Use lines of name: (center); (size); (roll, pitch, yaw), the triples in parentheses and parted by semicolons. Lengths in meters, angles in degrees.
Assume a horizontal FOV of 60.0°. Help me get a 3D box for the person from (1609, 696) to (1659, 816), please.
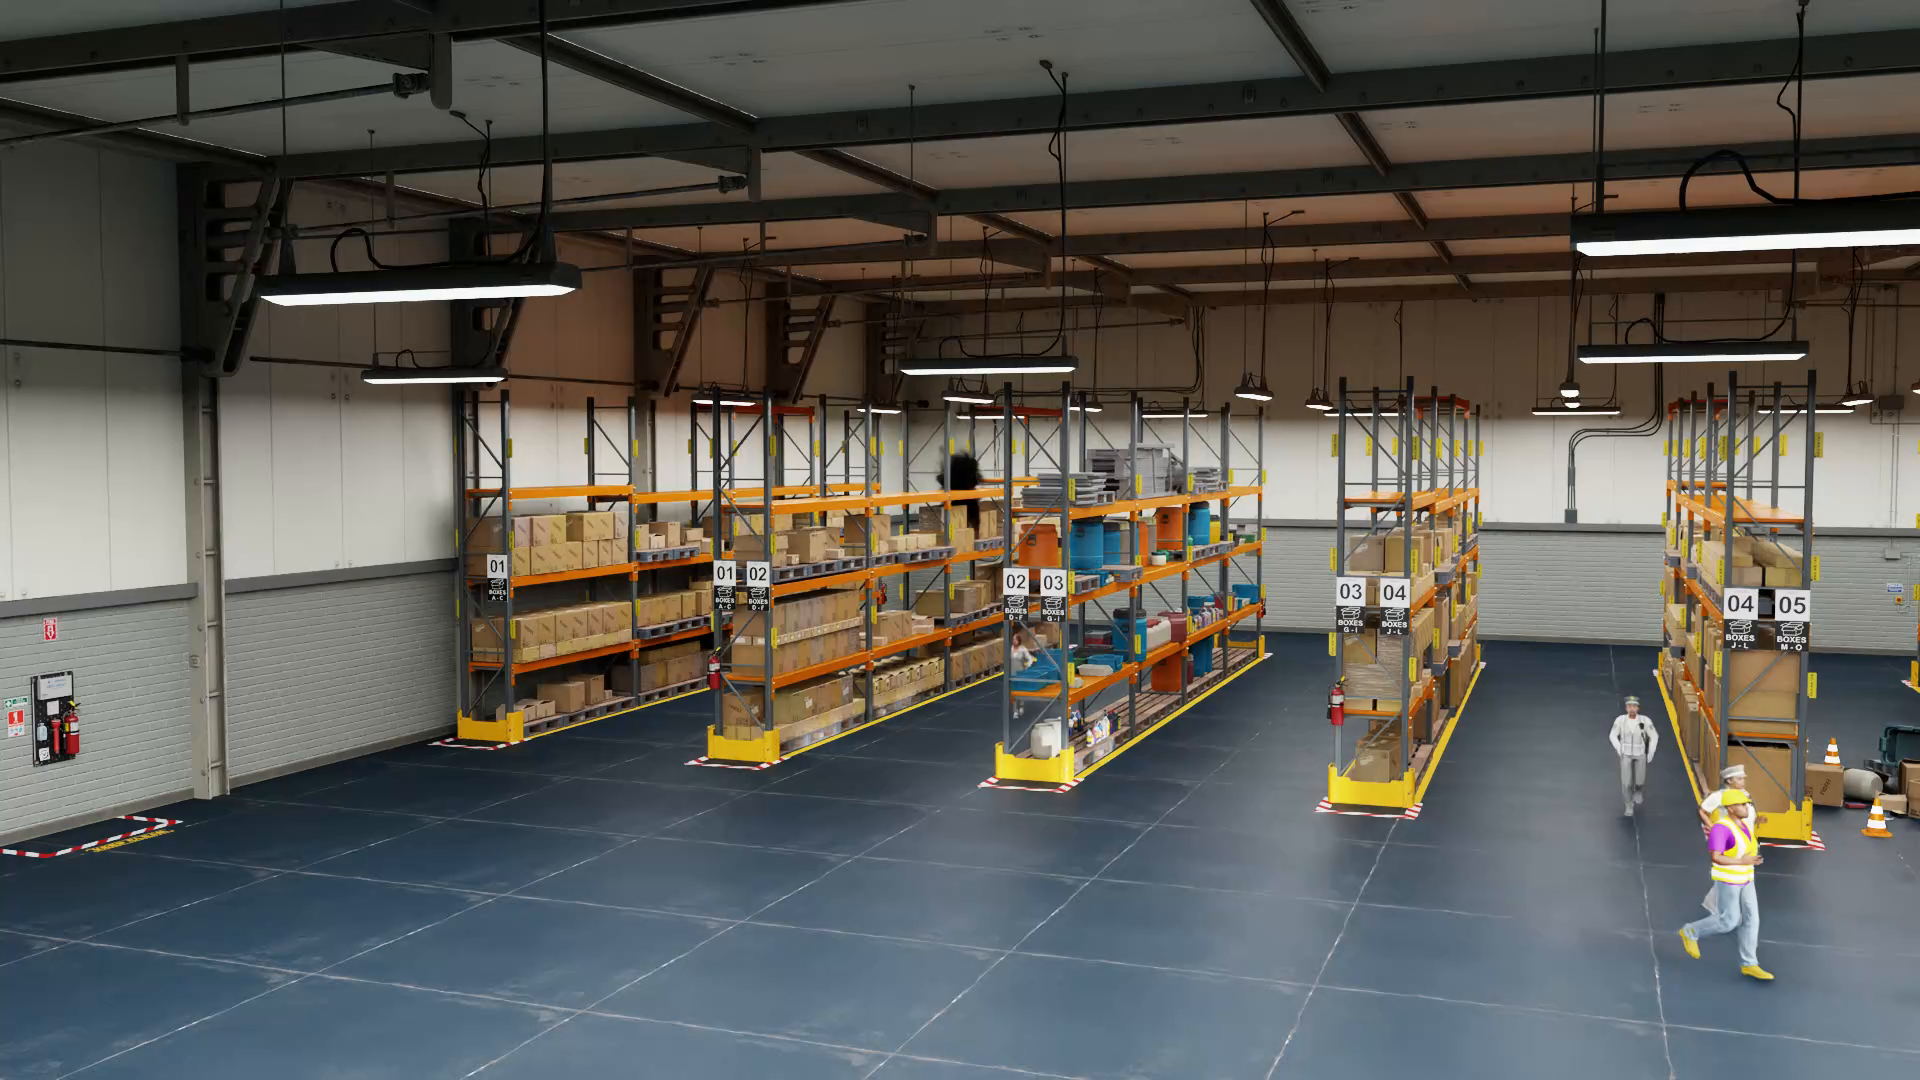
person: (9.183, 2.934, 22.682); (0.621, 1.652, 0.599); (1, 3, 25)

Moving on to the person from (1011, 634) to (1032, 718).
person: (1.032, 2.520, 30.655); (0.522, 1.559, 0.555); (1, 3, 15)

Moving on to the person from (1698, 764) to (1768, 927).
person: (8.058, 3.197, 17.315); (0.560, 1.754, 0.707); (-2, 4, -31)

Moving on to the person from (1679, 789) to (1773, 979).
person: (7.330, 3.237, 15.851); (0.718, 1.747, 0.882); (-2, 4, -38)
